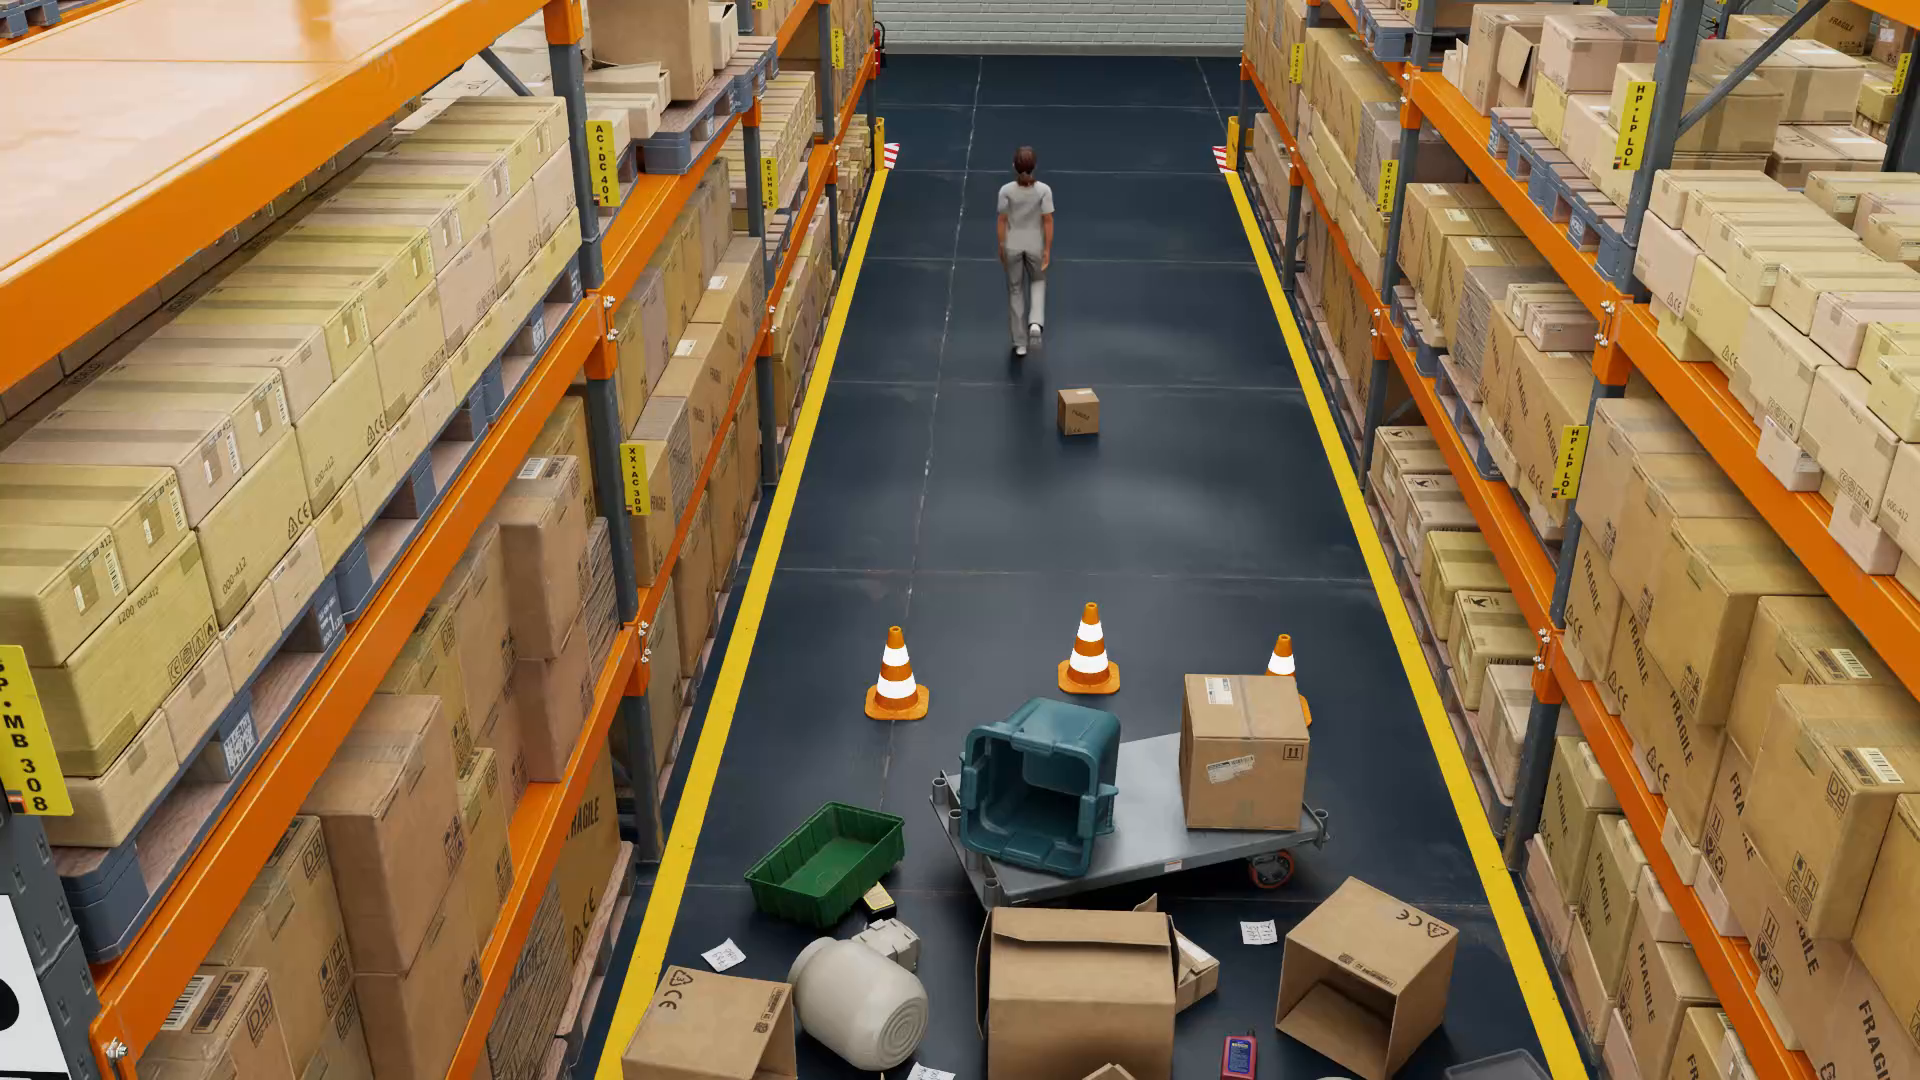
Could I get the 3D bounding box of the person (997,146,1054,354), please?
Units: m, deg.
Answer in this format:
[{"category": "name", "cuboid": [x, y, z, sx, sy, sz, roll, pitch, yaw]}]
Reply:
[{"category": "person", "cuboid": [0.503, -2.294, 13.103, 0.441, 1.659, 0.456, -2, 28, -4]}]
